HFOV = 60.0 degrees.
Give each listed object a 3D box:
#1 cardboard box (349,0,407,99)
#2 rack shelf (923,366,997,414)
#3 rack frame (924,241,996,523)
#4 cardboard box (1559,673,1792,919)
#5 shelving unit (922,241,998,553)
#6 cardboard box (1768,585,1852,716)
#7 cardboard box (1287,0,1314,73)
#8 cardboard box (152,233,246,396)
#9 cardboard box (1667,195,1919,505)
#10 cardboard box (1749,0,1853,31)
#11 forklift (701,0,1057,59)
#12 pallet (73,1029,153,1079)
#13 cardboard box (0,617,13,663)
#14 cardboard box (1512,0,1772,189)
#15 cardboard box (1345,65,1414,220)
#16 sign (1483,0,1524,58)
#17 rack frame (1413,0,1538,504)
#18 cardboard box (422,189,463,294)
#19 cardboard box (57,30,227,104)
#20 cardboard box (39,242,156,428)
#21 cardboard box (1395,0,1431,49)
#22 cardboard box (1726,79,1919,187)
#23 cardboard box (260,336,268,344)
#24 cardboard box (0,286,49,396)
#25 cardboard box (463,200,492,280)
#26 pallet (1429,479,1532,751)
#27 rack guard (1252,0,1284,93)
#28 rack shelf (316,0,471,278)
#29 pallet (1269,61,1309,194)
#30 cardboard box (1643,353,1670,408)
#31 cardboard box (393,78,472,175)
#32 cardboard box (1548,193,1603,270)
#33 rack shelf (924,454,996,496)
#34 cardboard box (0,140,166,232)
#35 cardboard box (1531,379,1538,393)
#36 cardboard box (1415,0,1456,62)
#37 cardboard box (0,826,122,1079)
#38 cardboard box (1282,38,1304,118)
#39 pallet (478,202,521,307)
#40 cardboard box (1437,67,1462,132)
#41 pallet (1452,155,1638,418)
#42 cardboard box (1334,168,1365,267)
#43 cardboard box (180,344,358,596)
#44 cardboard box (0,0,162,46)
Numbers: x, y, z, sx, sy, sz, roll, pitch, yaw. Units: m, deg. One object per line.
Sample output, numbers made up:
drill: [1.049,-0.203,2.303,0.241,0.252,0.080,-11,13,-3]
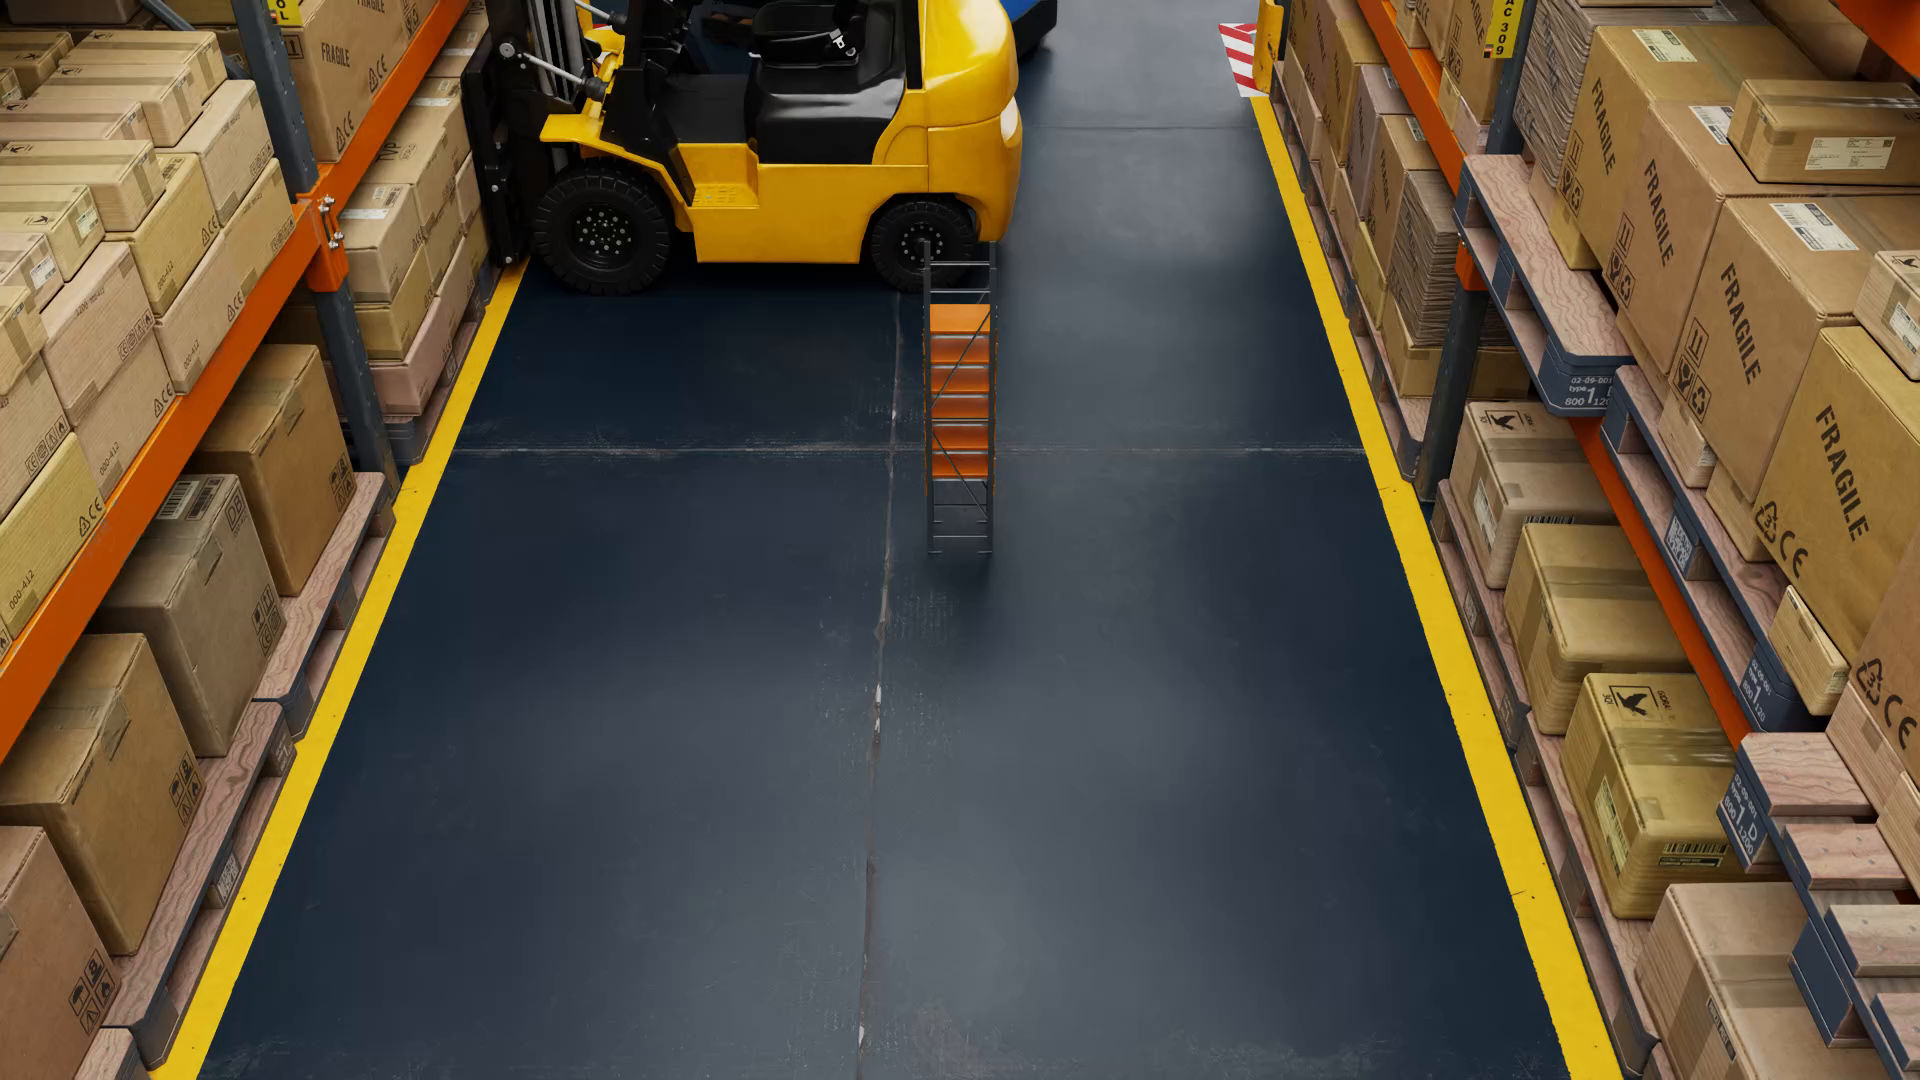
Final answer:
cardboard box: [-2.444,-1.985,6.248,0.500,0.500,0.500,1,39,1]
rack shelf: [0.000,-0.536,5.839,0.258,0.103,0.180,0,39,0]
rack frame: [0.000,-0.534,5.957,0.240,1.200,0.006,0,39,0]
cardboard box: [2.286,0.726,4.711,0.950,0.372,0.625,1,39,1]
shelving unit: [0.000,-0.477,5.886,0.258,1.200,0.189,0,39,0]
cardboard box: [1.921,0.228,3.432,0.380,0.149,0.250,1,39,1]
cardboard box: [1.997,-2.714,8.501,0.500,0.500,0.500,-1,39,-2]
cardboard box: [-2.419,-0.655,4.788,0.500,0.250,0.500,0,39,0]
cardboard box: [1.990,-0.430,3.735,0.500,0.500,0.500,-2,39,-2]
cardboard box: [2.507,-1.379,4.918,0.500,0.500,0.500,-1,39,-1]
forklift: [-0.977,-4.346,9.330,3.031,2.935,1.130,17,42,20]
pallet: [-2.644,1.732,3.920,1.003,0.211,1.213,0,39,0]
cardboard box: [-2.442,0.303,3.593,0.500,0.250,0.500,-1,39,-2]
cardboard box: [1.990,-1.374,4.912,0.500,0.500,0.500,1,39,1]
cardboard box: [2.004,-1.739,7.284,0.500,0.500,0.500,2,39,2]
sign: [1.734,-1.681,5.257,0.100,0.325,0.005,0,39,0]
rack frame: [2.277,-1.348,5.534,1.000,3.000,0.127,0,39,0]
cardboard box: [-2.381,-1.246,6.869,0.500,0.250,0.500,0,39,0]
cardboard box: [-2.465,-1.421,5.026,0.380,0.149,0.250,1,39,2]
cardboard box: [-2.428,-0.531,4.234,0.500,0.250,0.500,1,39,1]
cardboard box: [1.967,-2.086,6.656,0.380,0.149,0.250,-1,39,-1]
cardboard box: [2.028,-0.947,3.860,0.380,0.149,0.250,2,39,2]
cardboard box: [-2.892,-0.933,6.478,0.500,0.250,0.500,-1,39,-1]
cardboard box: [-2.356,-0.456,3.822,0.380,0.149,0.250,-1,39,-1]
cardboard box: [-2.389,-1.375,7.430,0.500,0.250,0.500,1,39,1]
pallet: [2.279,0.227,5.798,1.003,0.211,1.213,0,39,0]
rack guard: [2.272,-2.827,9.378,1.175,0.500,0.348,0,39,0]
rack shelf: [-2.689,-2.312,7.312,1.077,0.370,4.000,0,39,0]
pallet: [2.238,-2.206,8.834,1.003,0.211,1.213,0,39,0]
cardboard box: [1.986,-0.419,4.240,0.380,0.149,0.250,0,39,0]
cardboard box: [-2.376,-1.757,7.107,0.500,0.250,0.500,1,39,1]
cardboard box: [1.953,-0.912,4.855,0.380,0.149,0.250,1,39,1]
rack shelf: [0.000,-0.255,6.064,0.258,0.103,0.180,0,39,0]
cardboard box: [-2.366,-0.942,4.429,0.380,0.149,0.250,-1,39,-1]
cardboard box: [2.546,-0.808,6.723,0.500,0.250,0.500,-2,39,-2]
cardboard box: [2.020,-2.103,6.158,0.500,0.500,0.500,1,39,1]
cardboard box: [-2.678,1.123,4.013,0.875,0.625,0.625,1,39,1]
cardboard box: [1.996,-2.436,8.754,0.500,0.250,0.500,0,39,0]
pallet: [-2.650,-1.517,7.974,1.003,0.211,1.213,0,39,0]
cardboard box: [1.964,-1.607,6.058,0.380,0.149,0.250,1,39,1]
pallet: [2.132,-0.795,4.997,1.003,0.211,1.213,0,39,0]
cardboard box: [2.001,-1.460,7.536,0.500,0.250,0.500,1,39,1]
cardboard box: [-2.675,-0.253,5.731,0.875,0.625,0.625,2,39,2]
cardboard box: [-2.958,-1.662,5.846,0.500,0.500,0.500,0,39,0]
